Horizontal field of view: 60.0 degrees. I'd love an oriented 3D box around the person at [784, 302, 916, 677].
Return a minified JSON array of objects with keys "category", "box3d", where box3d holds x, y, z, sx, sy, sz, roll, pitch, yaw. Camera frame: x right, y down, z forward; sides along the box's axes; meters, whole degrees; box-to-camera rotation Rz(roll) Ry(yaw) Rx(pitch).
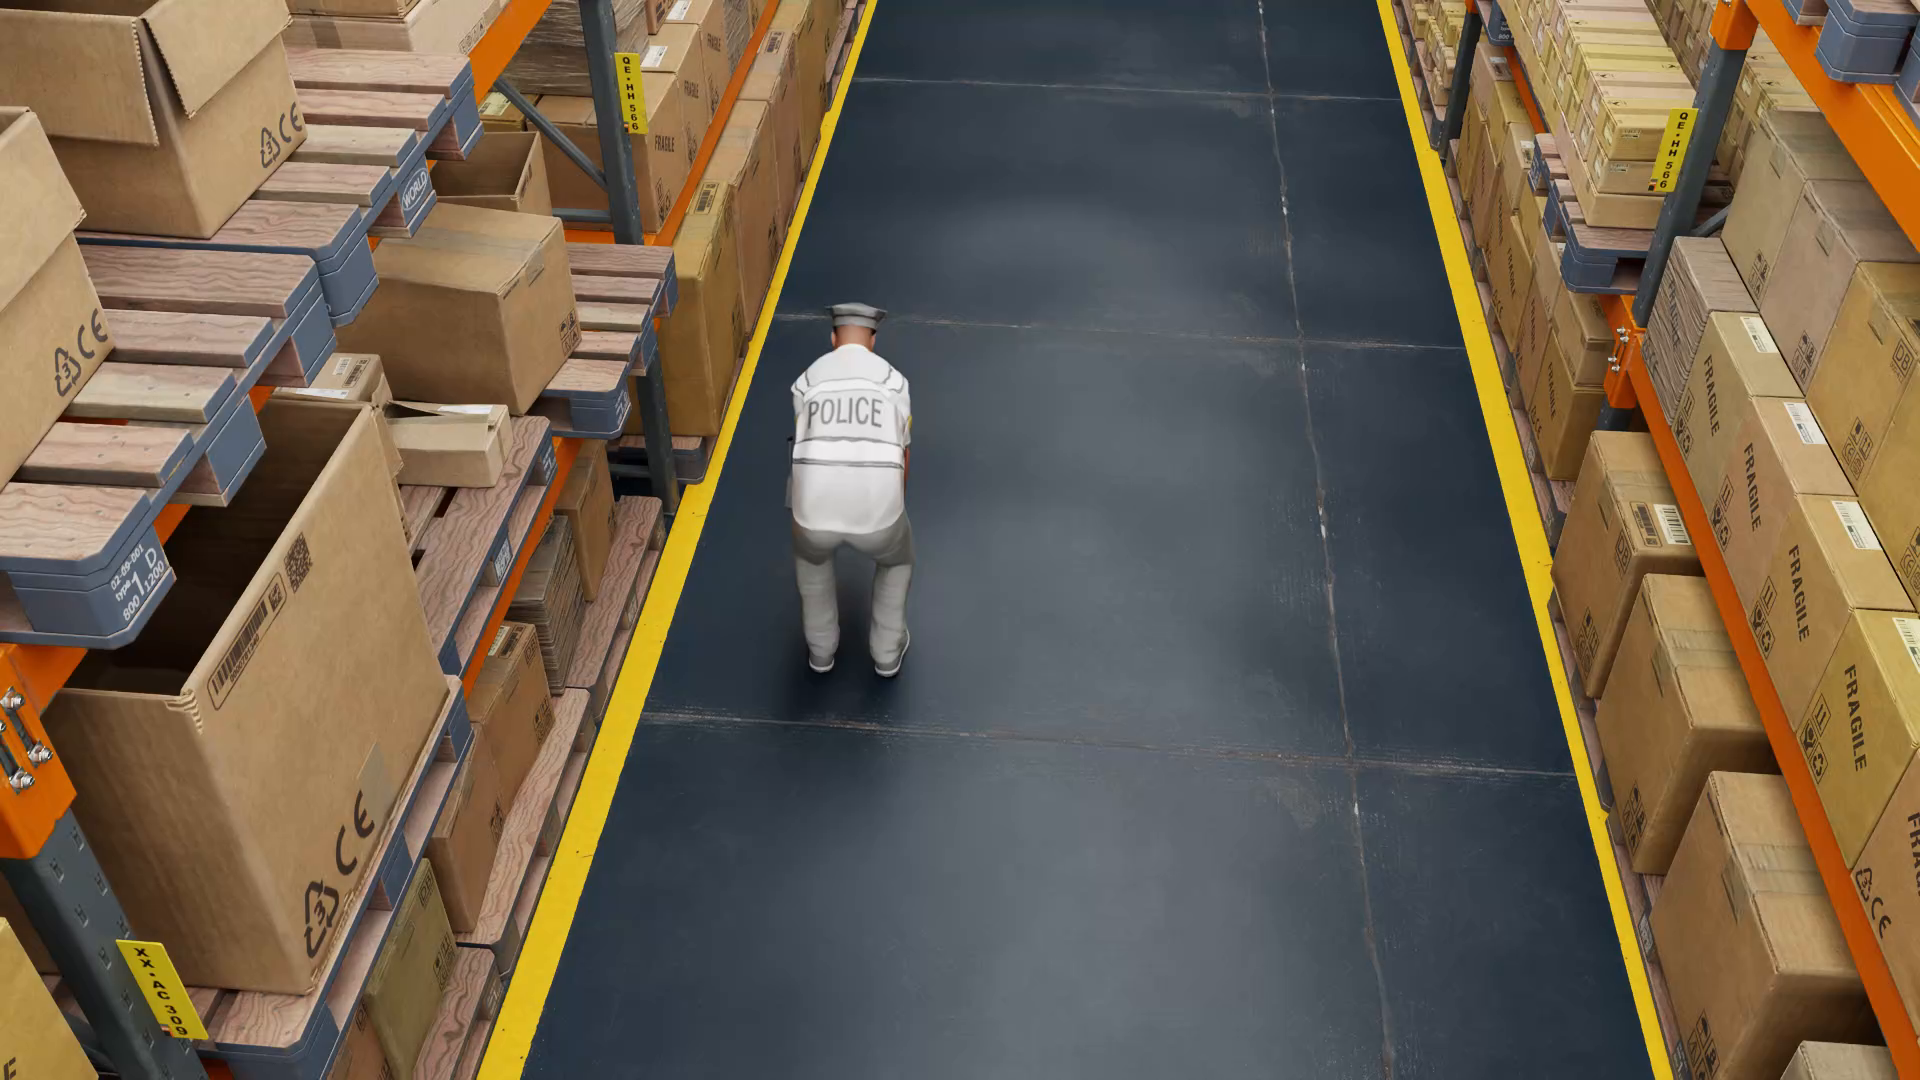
[{"category":"person","box3d":[-0.417,-0.193,6.684,0.492,1.372,0.973,2,40,2]}]
